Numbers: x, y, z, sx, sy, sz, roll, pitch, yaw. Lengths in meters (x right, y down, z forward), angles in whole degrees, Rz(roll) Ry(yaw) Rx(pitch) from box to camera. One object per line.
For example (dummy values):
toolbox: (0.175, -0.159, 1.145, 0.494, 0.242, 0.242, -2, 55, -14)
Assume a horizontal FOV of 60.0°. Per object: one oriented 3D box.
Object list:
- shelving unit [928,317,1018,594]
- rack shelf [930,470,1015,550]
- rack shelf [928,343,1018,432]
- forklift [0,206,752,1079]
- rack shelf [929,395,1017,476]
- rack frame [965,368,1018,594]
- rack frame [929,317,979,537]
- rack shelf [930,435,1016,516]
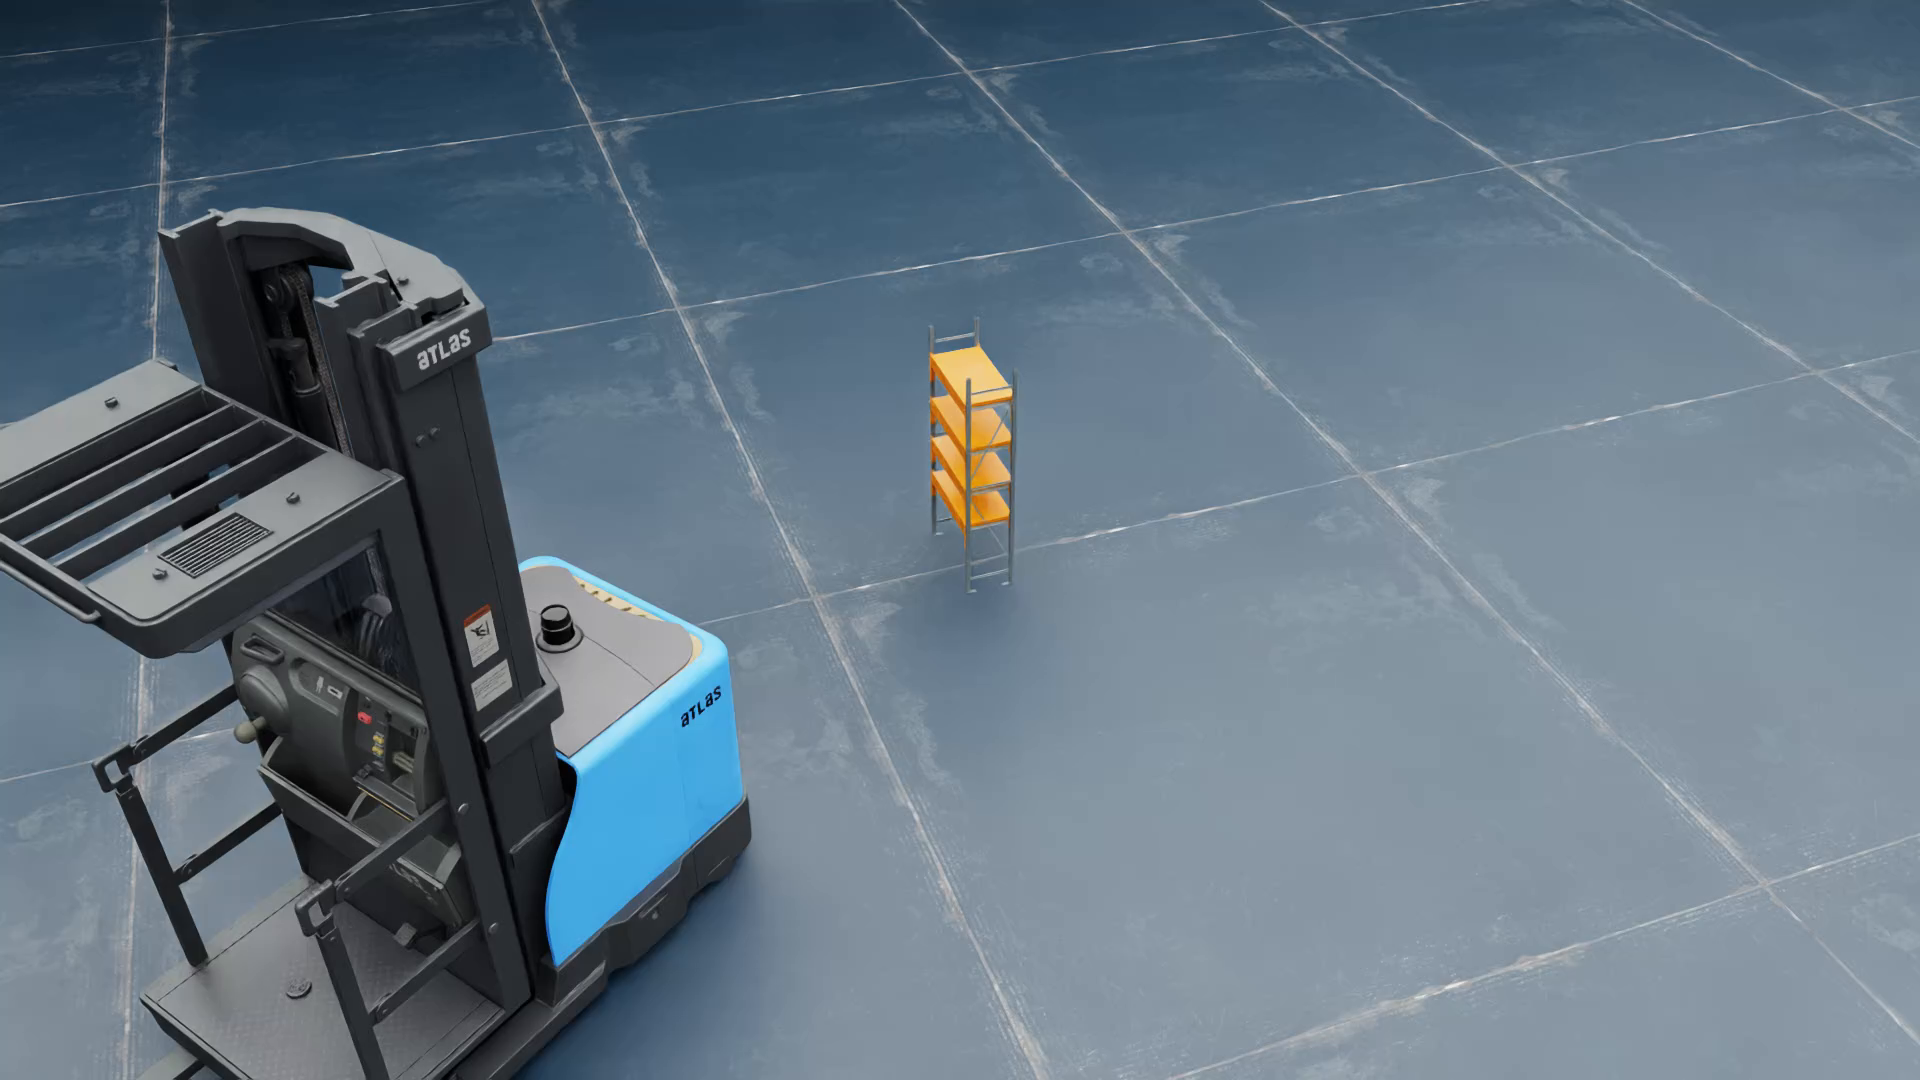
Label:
shelving unit: (0.057, -0.386, 7.825, 0.258, 1.200, 0.503, -12, 39, -16)
rack shelf: (0.057, -0.173, 7.985, 0.258, 0.148, 0.480, -12, 39, -16)
rack shelf: (0.057, -0.700, 7.589, 0.258, 0.148, 0.480, -12, 39, -16)
forklift: (-2.088, 0.616, 5.056, 1.130, 2.935, 3.031, 23, 43, 27)
rack shelf: (0.057, -0.511, 7.731, 0.258, 0.148, 0.480, -12, 39, -16)
rack frame: (0.141, -0.248, 7.642, 0.240, 1.200, 0.015, -12, 39, -16)
rack frame: (-0.027, -0.524, 8.008, 0.240, 1.200, 0.015, -12, 39, -16)
rack shelf: (0.057, -0.332, 7.866, 0.258, 0.148, 0.480, -12, 39, -16)
